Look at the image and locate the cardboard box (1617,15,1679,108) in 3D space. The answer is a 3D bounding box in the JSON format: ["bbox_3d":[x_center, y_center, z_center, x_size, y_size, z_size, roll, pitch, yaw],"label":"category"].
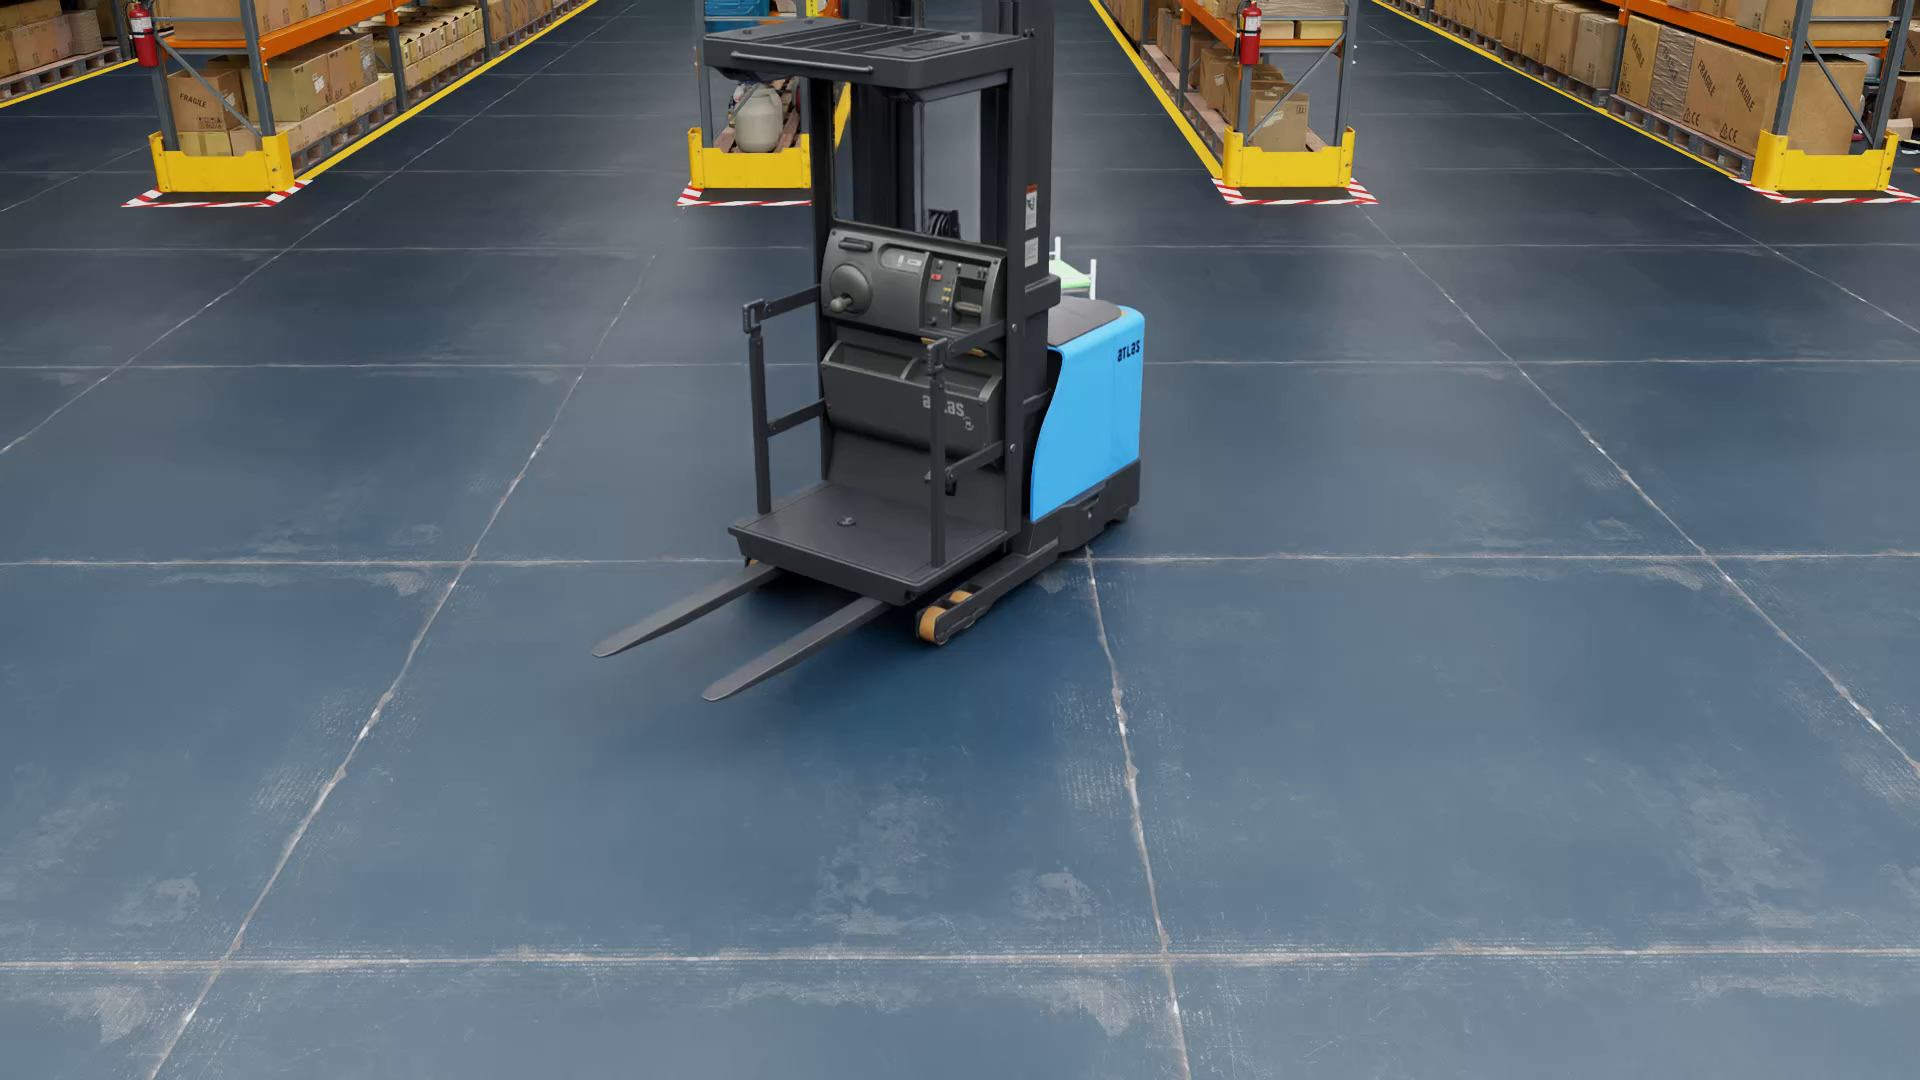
[{"bbox_3d":[7.928,-5.299,18.395,0.875,0.875,0.875,0,24,0],"label":"cardboard box"}]

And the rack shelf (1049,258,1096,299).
[{"bbox_3d":[0.501,-1.348,8.765,0.258,0.148,0.480,-8,26,-17],"label":"rack shelf"}]

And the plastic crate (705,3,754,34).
[{"bbox_3d":[-2.183,-4.821,15.451,0.499,0.251,0.616,0,24,-1],"label":"plastic crate"}]

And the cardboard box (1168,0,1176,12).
[{"bbox_3d":[3.024,-7.130,21.965,0.500,0.250,0.500,1,24,2],"label":"cardboard box"}]

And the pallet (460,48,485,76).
[{"bbox_3d":[-6.949,-6.350,22.034,1.003,0.211,1.213,0,24,-1],"label":"pallet"}]

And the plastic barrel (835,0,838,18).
[{"bbox_3d":[-1.988,-7.385,23.062,0.600,0.830,0.708,0,24,-1],"label":"plastic barrel"}]

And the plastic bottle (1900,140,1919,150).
[{"bbox_3d":[9.876,-4.112,17.268,0.133,0.061,0.283,-9,26,-19],"label":"plastic bottle"}]

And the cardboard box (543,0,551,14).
[{"bbox_3d":[-6.671,-8.468,25.832,0.500,0.500,0.500,0,24,-1],"label":"cardboard box"}]

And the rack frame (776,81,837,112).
[{"bbox_3d":[-1.922,-6.332,18.611,1.000,3.000,0.127,0,24,-1],"label":"rack frame"}]

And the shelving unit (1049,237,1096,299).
[{"bbox_3d":[0.501,-0.969,8.936,0.258,1.200,0.503,-8,26,-17],"label":"shelving unit"}]

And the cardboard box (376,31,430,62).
[{"bbox_3d":[-6.631,-5.883,19.765,0.500,0.311,0.500,-1,24,-1],"label":"cardboard box"}]

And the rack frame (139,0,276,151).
[{"bbox_3d":[-6.832,-4.663,14.921,1.000,3.000,0.127,0,24,-1],"label":"rack frame"}]

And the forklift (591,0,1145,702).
[{"bbox_3d":[-0.343,-1.105,7.136,1.130,2.935,3.031,16,29,32],"label":"forklift"}]

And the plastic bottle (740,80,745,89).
[{"bbox_3d":[-2.322,-4.738,17.768,0.144,0.351,0.185,0,24,-1],"label":"plastic bottle"}]

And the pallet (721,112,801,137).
[{"bbox_3d":[-1.941,-4.281,17.459,1.003,0.211,1.213,0,24,-1],"label":"pallet"}]

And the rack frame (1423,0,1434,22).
[{"bbox_3d":[7.904,-9.632,25.906,1.000,3.000,0.127,0,24,-1],"label":"rack frame"}]

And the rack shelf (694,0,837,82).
[{"bbox_3d":[-1.901,-5.180,16.937,1.077,0.370,4.000,0,24,-1],"label":"rack shelf"}]

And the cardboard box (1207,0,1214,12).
[{"bbox_3d":[2.762,-5.532,17.147,0.380,0.149,0.250,0,24,-1],"label":"cardboard box"}]

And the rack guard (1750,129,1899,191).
[{"bbox_3d":[8.035,-3.538,15.467,1.175,0.500,0.348,0,24,-1],"label":"rack guard"}]

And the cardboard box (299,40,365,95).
[{"bbox_3d":[-6.649,-4.990,17.559,0.500,0.500,0.500,0,24,-1],"label":"cardboard box"}]

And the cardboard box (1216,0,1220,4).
[{"bbox_3d":[3.008,-5.526,16.346,0.875,0.500,0.500,0,24,-1],"label":"cardboard box"}]

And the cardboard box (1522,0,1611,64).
[{"bbox_3d":[7.877,-6.538,21.287,1.050,0.750,0.750,0,24,0],"label":"cardboard box"}]

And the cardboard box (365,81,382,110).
[{"bbox_3d":[-6.656,-4.854,18.169,0.500,0.250,0.500,0,24,-1],"label":"cardboard box"}]

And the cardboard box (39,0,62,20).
[{"bbox_3d":[-11.869,-6.808,21.252,0.500,0.250,0.500,0,24,0],"label":"cardboard box"}]

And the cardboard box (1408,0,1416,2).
[{"bbox_3d":[7.572,-8.900,27.239,0.380,0.149,0.250,-1,24,-2],"label":"cardboard box"}]

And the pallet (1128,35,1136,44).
[{"bbox_3d":[3.043,-7.559,24.707,1.003,0.211,1.213,0,24,-1],"label":"pallet"}]

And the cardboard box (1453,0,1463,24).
[{"bbox_3d":[7.673,-7.945,24.700,0.500,0.500,0.500,0,24,0],"label":"cardboard box"}]

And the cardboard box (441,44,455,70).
[{"bbox_3d":[-6.649,-6.051,20.816,0.500,0.250,0.500,0,24,0],"label":"cardboard box"}]

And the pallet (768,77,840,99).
[{"bbox_3d":[-1.970,-5.385,19.901,1.003,0.211,1.213,0,24,-1],"label":"pallet"}]

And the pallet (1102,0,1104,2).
[{"bbox_3d":[2.986,-9.700,29.440,1.003,0.211,1.213,0,24,-1],"label":"pallet"}]

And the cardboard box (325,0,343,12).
[{"bbox_3d":[-6.851,-5.750,17.203,0.700,0.500,0.500,0,24,0],"label":"cardboard box"}]

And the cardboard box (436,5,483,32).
[{"bbox_3d":[-6.667,-6.939,22.099,0.500,0.311,0.500,0,24,1],"label":"cardboard box"}]

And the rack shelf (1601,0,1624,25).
[{"bbox_3d":[7.969,-6.832,20.588,1.077,0.370,4.000,0,24,-1],"label":"rack shelf"}]

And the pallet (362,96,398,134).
[{"bbox_3d":[-6.909,-4.713,18.415,1.003,0.211,1.213,0,24,-1],"label":"pallet"}]

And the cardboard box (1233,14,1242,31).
[{"bbox_3d":[2.808,-4.914,15.780,0.380,0.149,0.250,0,24,-1],"label":"cardboard box"}]

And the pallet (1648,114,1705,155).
[{"bbox_3d":[7.937,-4.247,17.384,1.003,0.211,1.213,0,24,-1],"label":"pallet"}]

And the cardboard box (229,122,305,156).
[{"bbox_3d":[-6.615,-3.824,15.892,0.500,0.250,0.500,0,24,-1],"label":"cardboard box"}]

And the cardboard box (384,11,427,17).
[{"bbox_3d":[-7.193,-6.720,21.616,0.500,0.311,0.500,-1,24,-2],"label":"cardboard box"}]

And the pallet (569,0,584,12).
[{"bbox_3d":[-6.986,-9.124,28.169,1.003,0.211,1.213,0,24,-1],"label":"pallet"}]

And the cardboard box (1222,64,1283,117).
[{"bbox_3d":[3.094,-4.751,17.638,0.500,0.500,0.500,-2,24,-5],"label":"cardboard box"}]

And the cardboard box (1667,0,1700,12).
[{"bbox_3d":[7.924,-5.802,17.257,0.875,0.550,0.550,0,24,-1],"label":"cardboard box"}]

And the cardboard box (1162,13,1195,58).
[{"bbox_3d":[3.033,-6.560,21.614,0.700,0.500,0.500,-2,24,-5],"label":"cardboard box"}]

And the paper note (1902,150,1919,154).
[{"bbox_3d":[9.716,-3.970,16.993,0.144,0.017,0.142,8,26,18],"label":"paper note"}]

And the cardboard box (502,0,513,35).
[{"bbox_3d":[-6.650,-7.426,23.529,0.500,0.500,0.500,-1,24,-2],"label":"cardboard box"}]

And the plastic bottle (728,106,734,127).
[{"bbox_3d":[-2.337,-4.364,17.122,0.097,0.201,0.097,0,24,0],"label":"plastic bottle"}]

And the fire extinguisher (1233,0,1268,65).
[{"bbox_3d":[2.614,-4.622,14.923,0.296,0.674,0.183,0,24,-1],"label":"fire extinguisher"}]

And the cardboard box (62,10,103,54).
[{"bbox_3d":[-11.813,-6.701,21.926,0.700,0.500,0.500,0,24,0],"label":"cardboard box"}]

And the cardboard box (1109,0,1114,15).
[{"bbox_3d":[2.970,-8.611,25.718,1.225,0.875,0.875,0,24,0],"label":"cardboard box"}]
